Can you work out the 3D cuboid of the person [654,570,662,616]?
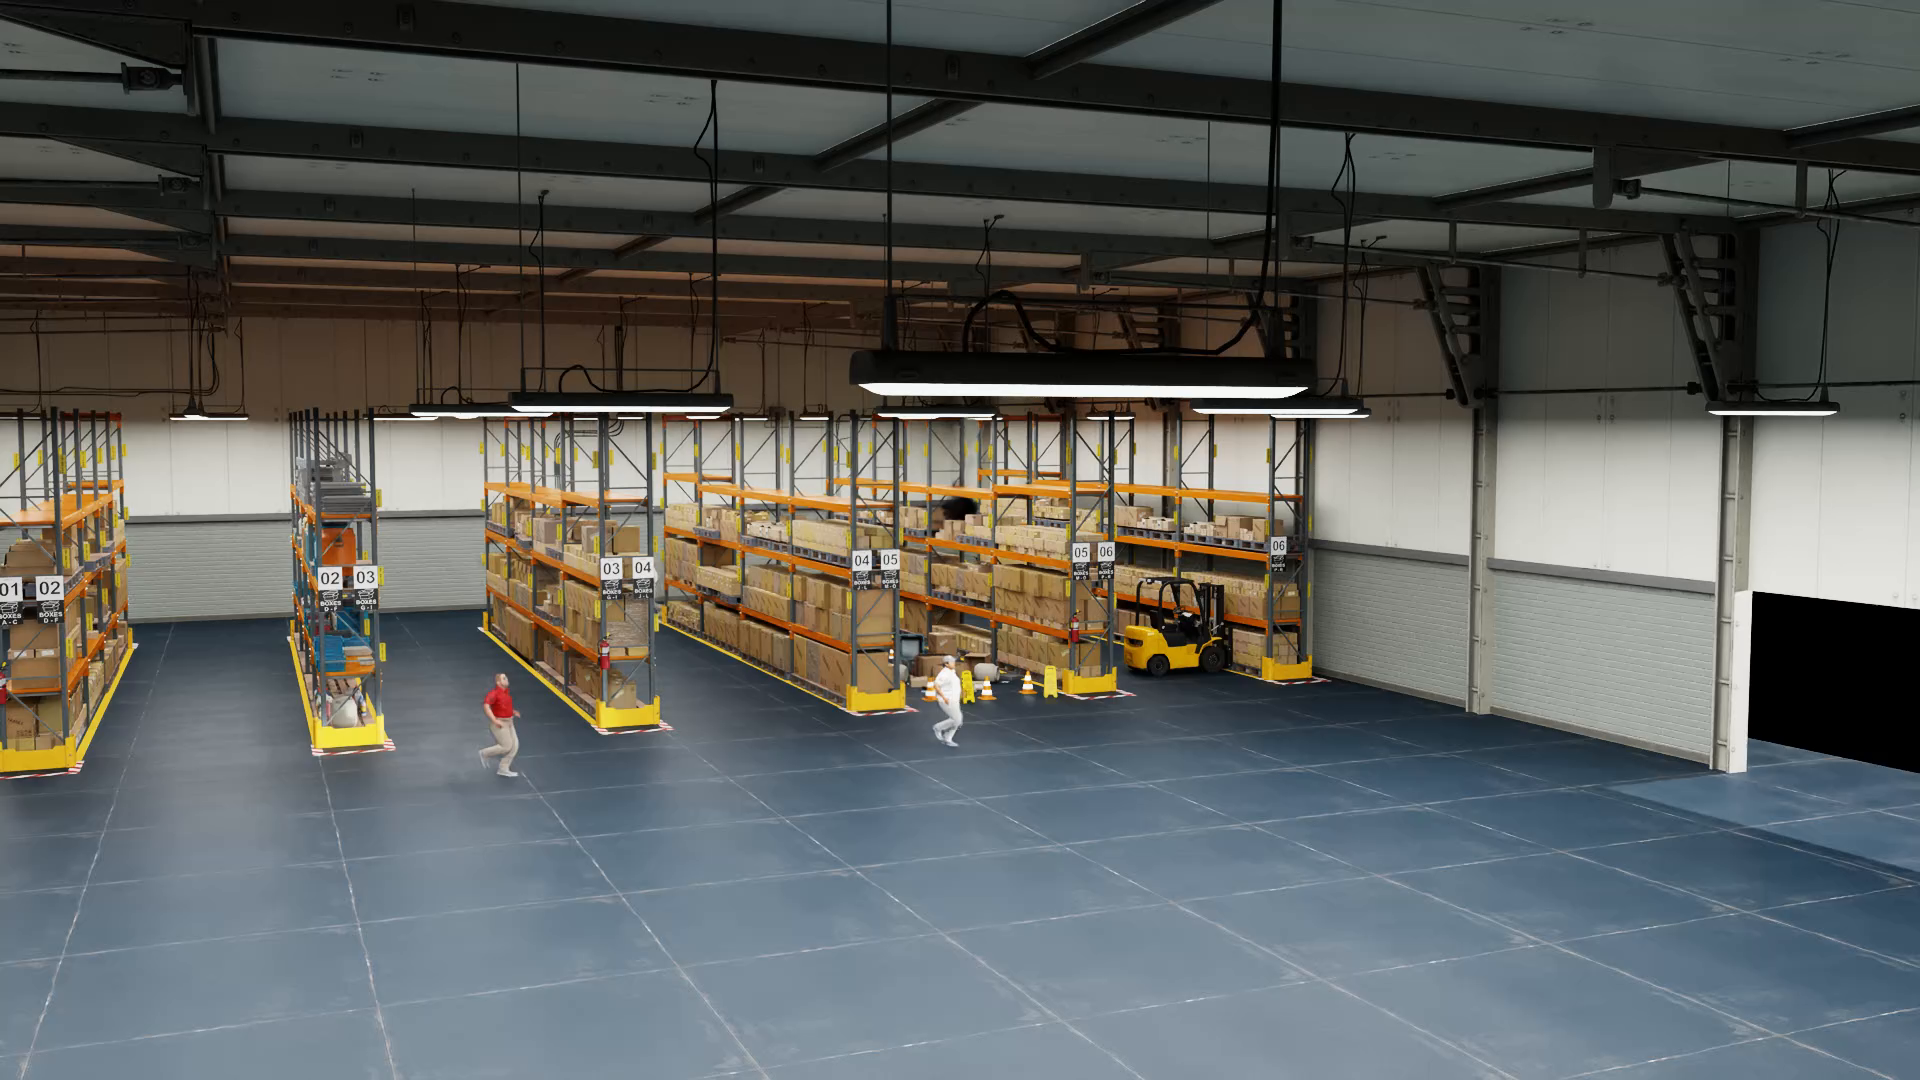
[{"bbox_3d":[-9.017,1.471,48.497,0.920,1.775,0.744,-3,5,-38],"label":"person"}]

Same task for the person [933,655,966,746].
[{"bbox_3d":[-0.184,2.854,29.543,0.546,1.626,0.615,1,4,19],"label":"person"}]

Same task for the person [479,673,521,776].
[{"bbox_3d":[-7.468,3.003,26.991,0.597,1.692,0.703,1,4,9],"label":"person"}]

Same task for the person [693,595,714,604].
[{"bbox_3d":[-7.678,1.491,49.419,0.832,1.564,0.651,0,4,6],"label":"person"}]
